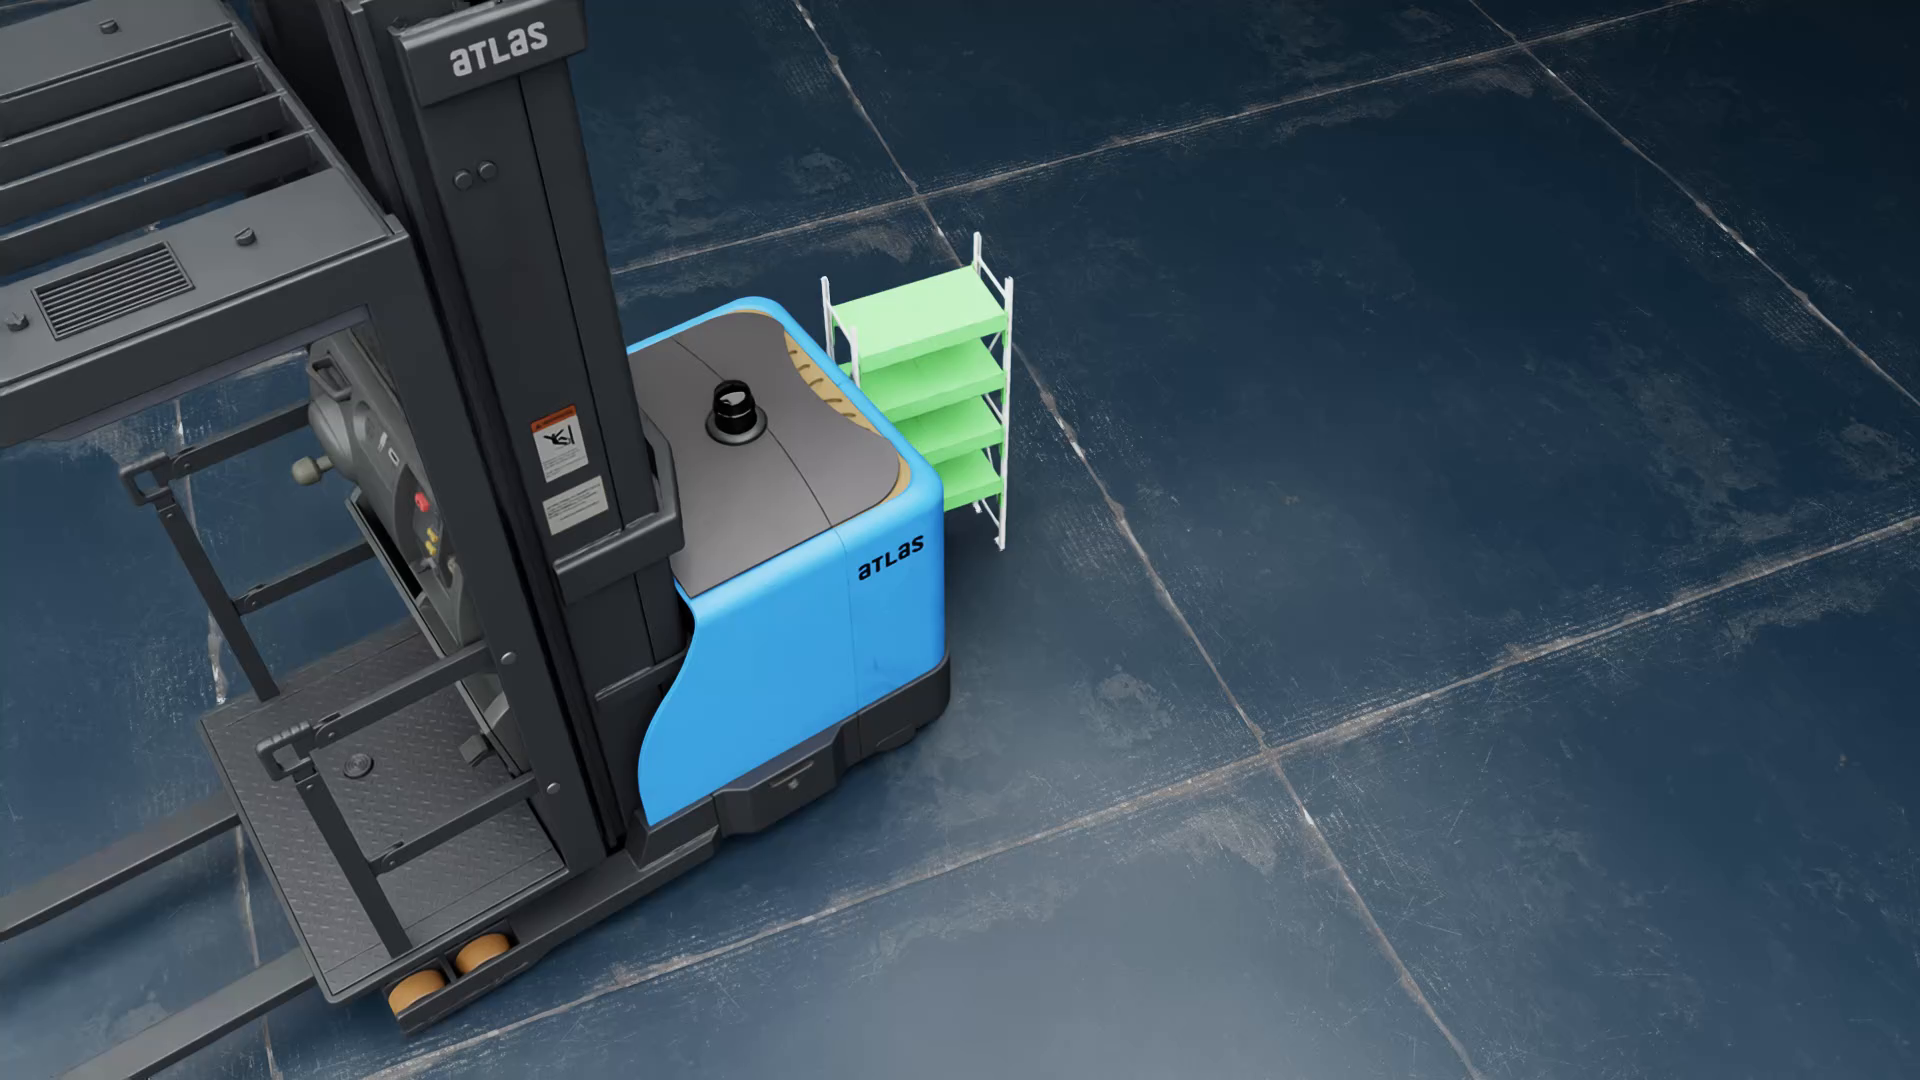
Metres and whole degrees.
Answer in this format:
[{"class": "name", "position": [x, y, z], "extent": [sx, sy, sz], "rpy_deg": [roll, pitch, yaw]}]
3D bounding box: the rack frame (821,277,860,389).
[{"class": "rack frame", "position": [-0.347, -0.289, 5.207], "extent": [0.015, 1.200, 0.240], "rpy_deg": [-19, 52, -16]}]

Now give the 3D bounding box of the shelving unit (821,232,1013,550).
[{"class": "shelving unit", "position": [-0.125, -0.365, 5.273], "extent": [0.503, 1.200, 0.258], "rpy_deg": [-19, 52, -16]}]

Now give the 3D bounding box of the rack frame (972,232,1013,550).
[{"class": "rack frame", "position": [0.098, -0.442, 5.338], "extent": [0.015, 1.200, 0.240], "rpy_deg": [-19, 52, -16]}]

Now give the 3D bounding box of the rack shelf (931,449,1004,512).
[{"class": "rack shelf", "position": [-0.124, -0.167, 5.503], "extent": [0.480, 0.148, 0.258], "rpy_deg": [-19, 52, -16]}]

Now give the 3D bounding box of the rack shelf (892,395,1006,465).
[{"class": "rack shelf", "position": [-0.125, -0.324, 5.321], "extent": [0.480, 0.148, 0.258], "rpy_deg": [-19, 52, -16]}]

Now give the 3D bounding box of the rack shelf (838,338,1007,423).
[{"class": "rack shelf", "position": [-0.125, -0.480, 5.139], "extent": [0.480, 0.148, 0.258], "rpy_deg": [-19, 52, -16]}]

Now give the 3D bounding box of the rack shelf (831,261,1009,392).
[{"class": "rack shelf", "position": [-0.125, -0.636, 4.957], "extent": [0.480, 0.148, 0.258], "rpy_deg": [-19, 52, -16]}]

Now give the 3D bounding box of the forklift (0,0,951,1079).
[{"class": "forklift", "position": [-1.531, -0.073, 3.880], "extent": [3.031, 2.935, 1.130], "rpy_deg": [-28, 55, -22]}]
